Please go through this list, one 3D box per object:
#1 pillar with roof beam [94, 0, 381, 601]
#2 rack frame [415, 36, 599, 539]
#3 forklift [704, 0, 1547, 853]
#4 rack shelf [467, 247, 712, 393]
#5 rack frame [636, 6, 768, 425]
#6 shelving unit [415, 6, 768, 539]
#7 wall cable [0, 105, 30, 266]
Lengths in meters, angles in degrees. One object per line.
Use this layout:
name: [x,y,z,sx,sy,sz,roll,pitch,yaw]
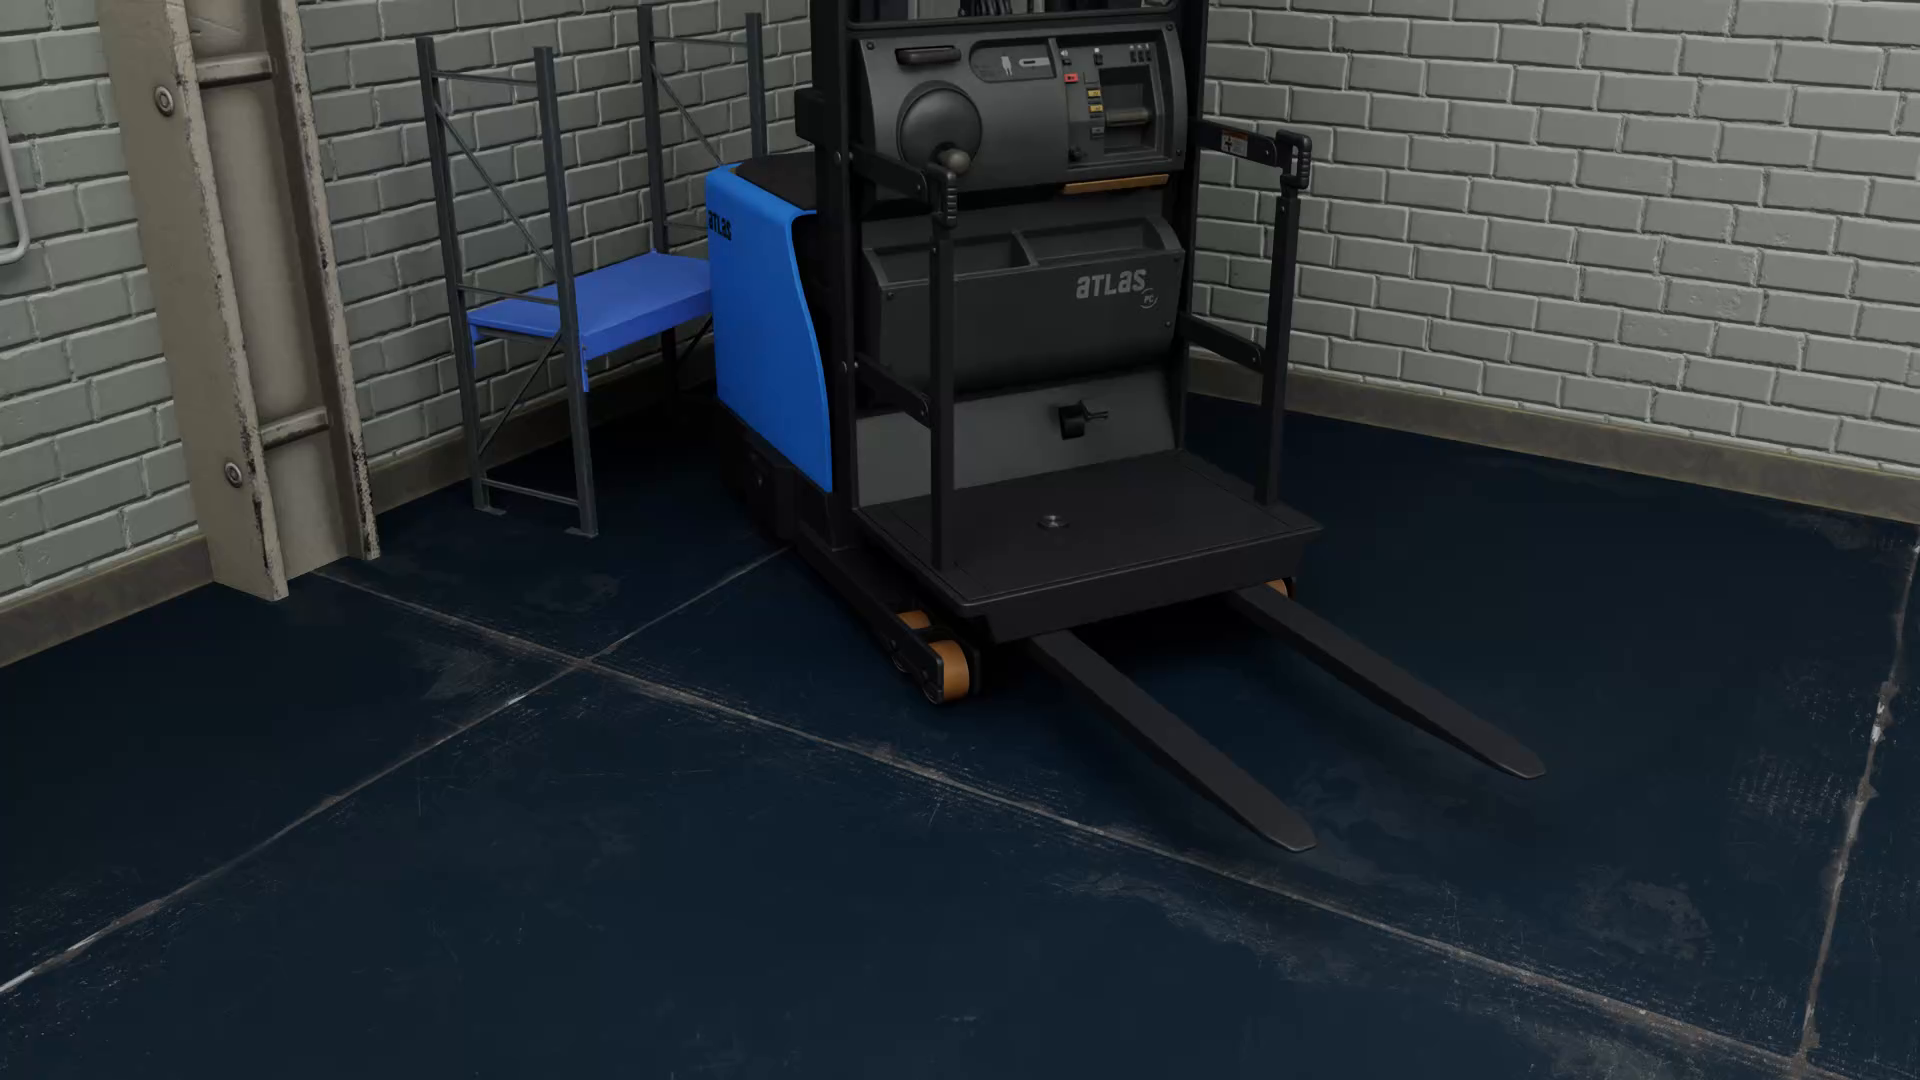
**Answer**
pillar with roof beam: [1.636,-3.147,1.193,9.100,9.000,0.400,14,27,29]
rack frame: [-1.374,-0.745,5.082,0.500,1.500,0.032,12,26,26]
forklift: [0.279,-1.124,4.157,1.130,2.935,3.031,-11,26,-24]
rack shelf: [-1.129,-0.756,5.562,0.538,0.185,1.000,12,26,26]
rack frame: [-0.883,-1.098,5.899,0.500,1.500,0.032,12,26,26]
shelving unit: [-1.129,-0.922,5.490,0.538,1.500,1.048,12,26,26]
wall cable: [-2.839,-1.301,3.200,0.084,1.984,1.851,14,27,29]
